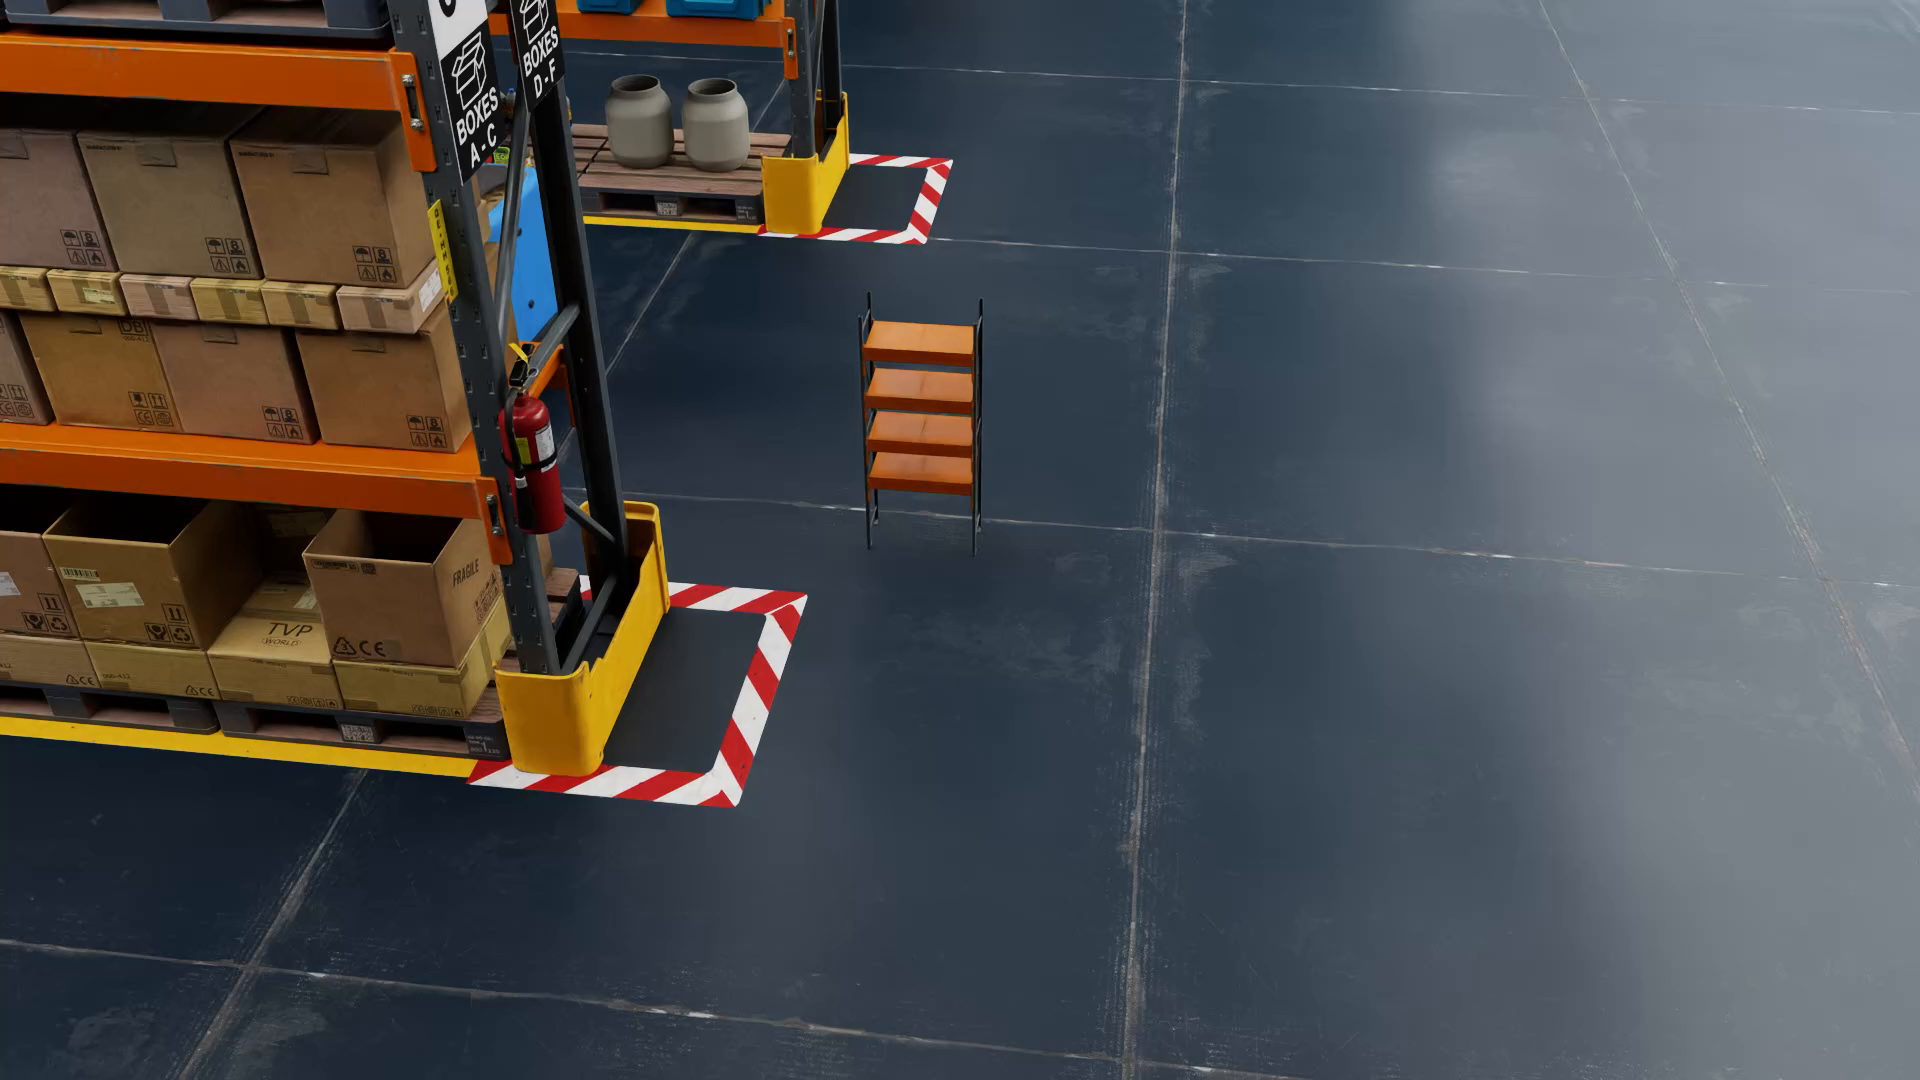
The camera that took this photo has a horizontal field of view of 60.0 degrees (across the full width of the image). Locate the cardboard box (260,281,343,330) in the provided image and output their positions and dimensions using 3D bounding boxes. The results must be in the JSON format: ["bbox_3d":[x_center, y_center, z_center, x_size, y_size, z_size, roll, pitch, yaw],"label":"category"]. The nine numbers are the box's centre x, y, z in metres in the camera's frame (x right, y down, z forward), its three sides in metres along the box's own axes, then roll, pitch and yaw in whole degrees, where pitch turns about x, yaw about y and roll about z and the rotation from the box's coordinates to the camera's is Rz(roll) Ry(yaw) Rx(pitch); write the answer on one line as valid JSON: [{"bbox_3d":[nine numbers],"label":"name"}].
[{"bbox_3d":[-2.205,-0.888,5.767,0.250,0.149,0.380,5,36,7],"label":"cardboard box"}]

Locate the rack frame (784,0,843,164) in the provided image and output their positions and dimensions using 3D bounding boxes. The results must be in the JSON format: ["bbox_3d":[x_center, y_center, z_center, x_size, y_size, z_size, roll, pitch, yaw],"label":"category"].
[{"bbox_3d":[-0.907,-3.500,10.072,0.127,3.000,1.000,4,36,6],"label":"rack frame"}]

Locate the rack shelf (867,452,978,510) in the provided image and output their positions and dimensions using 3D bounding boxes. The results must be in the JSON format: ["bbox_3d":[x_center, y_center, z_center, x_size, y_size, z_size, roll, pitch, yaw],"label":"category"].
[{"bbox_3d":[-0.164,-0.284,7.573,0.480,0.148,0.258,4,36,6],"label":"rack shelf"}]

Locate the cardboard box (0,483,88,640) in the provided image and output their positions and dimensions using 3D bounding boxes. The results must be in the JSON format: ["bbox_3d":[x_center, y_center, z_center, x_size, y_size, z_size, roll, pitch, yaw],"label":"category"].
[{"bbox_3d":[-3.601,0.026,6.492,0.500,0.500,0.500,4,36,6],"label":"cardboard box"}]

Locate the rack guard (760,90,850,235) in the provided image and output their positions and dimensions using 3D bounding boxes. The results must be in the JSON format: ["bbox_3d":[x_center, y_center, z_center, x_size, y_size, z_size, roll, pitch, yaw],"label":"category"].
[{"bbox_3d":[-0.988,-2.461,10.768,0.348,0.500,1.175,4,36,6],"label":"rack guard"}]

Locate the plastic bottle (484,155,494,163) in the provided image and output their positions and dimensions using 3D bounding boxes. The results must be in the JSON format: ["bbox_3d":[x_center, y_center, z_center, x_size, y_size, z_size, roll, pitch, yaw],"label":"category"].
[{"bbox_3d":[-3.031,-2.488,10.620,0.135,0.276,0.152,5,36,6],"label":"plastic bottle"}]

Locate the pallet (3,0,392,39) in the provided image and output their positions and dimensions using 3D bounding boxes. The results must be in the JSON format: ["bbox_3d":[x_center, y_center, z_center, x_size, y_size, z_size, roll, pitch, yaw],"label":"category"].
[{"bbox_3d":[-2.239,-1.898,5.322,1.213,0.211,1.003,4,36,6],"label":"pallet"}]

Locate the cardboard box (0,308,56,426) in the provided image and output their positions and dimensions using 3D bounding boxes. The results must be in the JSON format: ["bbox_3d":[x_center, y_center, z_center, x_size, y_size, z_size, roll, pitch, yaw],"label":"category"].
[{"bbox_3d":[-3.539,-0.842,6.261,0.500,0.500,0.700,5,36,7],"label":"cardboard box"}]

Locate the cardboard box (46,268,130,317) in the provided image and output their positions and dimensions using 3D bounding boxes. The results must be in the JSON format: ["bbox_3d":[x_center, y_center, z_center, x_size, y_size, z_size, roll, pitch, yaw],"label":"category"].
[{"bbox_3d":[-2.968,-0.946,5.848,0.250,0.149,0.380,5,36,7],"label":"cardboard box"}]

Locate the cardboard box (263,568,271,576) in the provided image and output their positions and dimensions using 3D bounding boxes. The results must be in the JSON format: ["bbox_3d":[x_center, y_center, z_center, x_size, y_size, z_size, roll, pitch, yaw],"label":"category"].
[{"bbox_3d":[-3.037,0.062,7.086,0.500,0.250,0.500,4,36,6],"label":"cardboard box"}]

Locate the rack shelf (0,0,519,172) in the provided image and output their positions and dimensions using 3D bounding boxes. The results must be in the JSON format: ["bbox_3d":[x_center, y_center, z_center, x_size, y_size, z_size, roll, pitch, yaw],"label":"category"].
[{"bbox_3d":[-3.525,-1.722,5.618,4.000,0.370,1.077,4,36,6],"label":"rack shelf"}]

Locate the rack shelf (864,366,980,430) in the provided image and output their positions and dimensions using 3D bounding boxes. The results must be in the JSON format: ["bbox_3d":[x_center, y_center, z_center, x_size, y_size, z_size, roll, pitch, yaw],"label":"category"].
[{"bbox_3d":[-0.164,-0.628,7.328,0.480,0.148,0.258,4,36,6],"label":"rack shelf"}]

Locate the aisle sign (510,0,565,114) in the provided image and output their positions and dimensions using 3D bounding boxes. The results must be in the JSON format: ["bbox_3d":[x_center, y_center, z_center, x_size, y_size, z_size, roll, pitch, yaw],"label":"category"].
[{"bbox_3d":[-1.437,-1.876,5.558,0.004,0.787,0.394,4,36,6],"label":"aisle sign"}]

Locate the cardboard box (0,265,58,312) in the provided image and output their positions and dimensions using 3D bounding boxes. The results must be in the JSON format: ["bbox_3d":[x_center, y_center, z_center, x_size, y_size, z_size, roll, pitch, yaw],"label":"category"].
[{"bbox_3d":[-3.229,-0.964,5.874,0.250,0.149,0.380,5,36,7],"label":"cardboard box"}]

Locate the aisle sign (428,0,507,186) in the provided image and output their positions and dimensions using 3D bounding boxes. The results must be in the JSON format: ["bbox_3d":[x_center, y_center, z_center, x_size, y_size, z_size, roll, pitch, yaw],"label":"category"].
[{"bbox_3d":[-1.514,-1.530,5.074,0.004,0.787,0.394,4,36,6],"label":"aisle sign"}]

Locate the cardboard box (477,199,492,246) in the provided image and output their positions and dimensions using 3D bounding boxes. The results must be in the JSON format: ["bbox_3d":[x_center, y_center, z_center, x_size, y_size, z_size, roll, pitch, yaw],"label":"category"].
[{"bbox_3d":[-1.903,-1.104,6.070,0.250,0.149,0.380,4,36,6],"label":"cardboard box"}]

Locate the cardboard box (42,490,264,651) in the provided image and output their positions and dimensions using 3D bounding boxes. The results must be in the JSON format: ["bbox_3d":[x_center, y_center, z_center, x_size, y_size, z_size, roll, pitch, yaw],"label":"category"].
[{"bbox_3d":[-3.105,0.063,6.439,0.500,0.500,0.500,4,36,6],"label":"cardboard box"}]

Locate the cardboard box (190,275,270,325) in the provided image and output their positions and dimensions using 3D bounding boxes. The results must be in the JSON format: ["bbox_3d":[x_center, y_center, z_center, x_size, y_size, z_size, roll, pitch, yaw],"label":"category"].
[{"bbox_3d":[-2.458,-0.907,5.794,0.250,0.149,0.380,4,36,5],"label":"cardboard box"}]

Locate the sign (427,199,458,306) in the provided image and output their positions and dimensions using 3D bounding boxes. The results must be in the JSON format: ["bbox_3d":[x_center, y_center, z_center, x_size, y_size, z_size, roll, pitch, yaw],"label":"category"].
[{"bbox_3d":[-1.624,-0.902,5.231,0.005,0.325,0.100,4,36,6],"label":"sign"}]

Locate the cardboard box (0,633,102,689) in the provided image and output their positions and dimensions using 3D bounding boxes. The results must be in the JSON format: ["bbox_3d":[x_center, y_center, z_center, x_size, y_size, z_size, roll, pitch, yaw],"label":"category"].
[{"bbox_3d":[-3.600,0.329,6.713,0.500,0.250,0.500,4,36,6],"label":"cardboard box"}]

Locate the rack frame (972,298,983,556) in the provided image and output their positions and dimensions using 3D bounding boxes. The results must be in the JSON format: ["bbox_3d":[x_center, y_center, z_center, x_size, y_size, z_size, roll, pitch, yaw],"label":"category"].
[{"bbox_3d":[0.078,-0.483,7.393,0.015,1.200,0.240,4,36,6],"label":"rack frame"}]

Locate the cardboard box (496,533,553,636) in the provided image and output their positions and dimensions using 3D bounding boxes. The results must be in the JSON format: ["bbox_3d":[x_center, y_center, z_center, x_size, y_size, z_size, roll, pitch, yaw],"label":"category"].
[{"bbox_3d":[-2.045,0.134,6.985,0.500,0.250,0.500,4,36,6],"label":"cardboard box"}]

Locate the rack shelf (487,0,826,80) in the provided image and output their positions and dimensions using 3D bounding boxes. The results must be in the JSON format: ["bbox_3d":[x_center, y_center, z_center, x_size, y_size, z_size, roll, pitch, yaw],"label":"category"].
[{"bbox_3d":[-2.891,-3.355,10.488,4.000,0.370,1.077,4,36,6],"label":"rack shelf"}]

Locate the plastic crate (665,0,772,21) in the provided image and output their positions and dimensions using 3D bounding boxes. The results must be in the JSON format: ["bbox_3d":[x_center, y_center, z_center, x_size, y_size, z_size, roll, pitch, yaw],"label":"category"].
[{"bbox_3d":[-1.441,-3.304,9.925,0.616,0.251,0.499,4,36,6],"label":"plastic crate"}]

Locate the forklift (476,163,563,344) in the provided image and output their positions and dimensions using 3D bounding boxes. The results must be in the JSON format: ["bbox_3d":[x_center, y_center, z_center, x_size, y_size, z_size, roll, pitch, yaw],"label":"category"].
[{"bbox_3d":[-3.705,-2.152,8.243,3.031,2.935,1.130,7,36,10],"label":"forklift"}]

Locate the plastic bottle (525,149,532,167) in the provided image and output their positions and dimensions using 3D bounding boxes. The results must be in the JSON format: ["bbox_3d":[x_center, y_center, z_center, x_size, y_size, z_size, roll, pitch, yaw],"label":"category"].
[{"bbox_3d":[-2.784,-2.423,10.593,0.097,0.201,0.097,0,36,0],"label":"plastic bottle"}]

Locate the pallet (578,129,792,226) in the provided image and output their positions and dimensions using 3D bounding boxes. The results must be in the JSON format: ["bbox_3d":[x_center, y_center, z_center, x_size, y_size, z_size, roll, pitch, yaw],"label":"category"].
[{"bbox_3d":[-1.793,-2.406,10.940,1.213,0.211,1.003,4,36,6],"label":"pallet"}]

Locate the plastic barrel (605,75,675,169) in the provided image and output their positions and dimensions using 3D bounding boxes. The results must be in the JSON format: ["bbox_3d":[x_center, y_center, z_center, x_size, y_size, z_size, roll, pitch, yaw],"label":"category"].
[{"bbox_3d":[-2.067,-2.700,10.731,0.421,0.512,0.421,0,36,0],"label":"plastic barrel"}]

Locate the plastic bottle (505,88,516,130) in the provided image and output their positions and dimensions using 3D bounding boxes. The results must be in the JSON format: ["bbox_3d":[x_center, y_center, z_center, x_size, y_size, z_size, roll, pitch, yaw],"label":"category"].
[{"bbox_3d":[-3.005,-2.907,11.211,0.097,0.271,0.097,0,36,0],"label":"plastic bottle"}]

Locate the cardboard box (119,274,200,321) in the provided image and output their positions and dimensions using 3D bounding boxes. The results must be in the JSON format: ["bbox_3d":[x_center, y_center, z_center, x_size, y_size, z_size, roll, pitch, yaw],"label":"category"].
[{"bbox_3d":[-2.707,-0.927,5.822,0.250,0.149,0.380,5,36,7],"label":"cardboard box"}]

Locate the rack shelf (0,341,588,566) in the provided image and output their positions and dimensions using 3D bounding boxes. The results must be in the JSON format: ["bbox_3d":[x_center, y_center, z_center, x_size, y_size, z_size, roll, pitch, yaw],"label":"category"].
[{"bbox_3d":[-3.525,-0.501,6.489,4.000,0.370,1.077,4,36,6],"label":"rack shelf"}]

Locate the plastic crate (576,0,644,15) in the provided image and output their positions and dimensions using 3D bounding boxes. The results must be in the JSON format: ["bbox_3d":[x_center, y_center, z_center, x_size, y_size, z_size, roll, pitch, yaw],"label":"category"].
[{"bbox_3d":[-2.085,-3.355,9.997,0.408,0.251,0.499,4,36,6],"label":"plastic crate"}]

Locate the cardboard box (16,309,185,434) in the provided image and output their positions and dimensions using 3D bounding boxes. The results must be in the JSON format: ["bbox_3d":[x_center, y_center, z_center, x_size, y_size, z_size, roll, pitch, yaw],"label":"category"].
[{"bbox_3d":[-3.016,-0.805,6.209,0.500,0.500,0.700,4,36,6],"label":"cardboard box"}]

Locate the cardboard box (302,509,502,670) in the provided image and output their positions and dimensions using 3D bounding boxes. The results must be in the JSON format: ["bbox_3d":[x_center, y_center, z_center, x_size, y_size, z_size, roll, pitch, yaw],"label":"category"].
[{"bbox_3d":[-2.111,0.129,6.347,0.500,0.500,0.500,4,36,6],"label":"cardboard box"}]

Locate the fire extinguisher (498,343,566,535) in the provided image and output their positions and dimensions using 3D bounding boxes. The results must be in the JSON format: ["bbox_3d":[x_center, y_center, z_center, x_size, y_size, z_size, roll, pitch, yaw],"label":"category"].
[{"bbox_3d":[-1.483,-0.338,5.708,0.183,0.674,0.296,4,36,6],"label":"fire extinguisher"}]

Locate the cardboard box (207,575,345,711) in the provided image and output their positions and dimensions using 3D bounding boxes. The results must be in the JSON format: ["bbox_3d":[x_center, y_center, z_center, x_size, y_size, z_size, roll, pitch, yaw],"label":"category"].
[{"bbox_3d":[-2.608,0.403,6.609,0.500,0.250,0.500,4,36,6],"label":"cardboard box"}]

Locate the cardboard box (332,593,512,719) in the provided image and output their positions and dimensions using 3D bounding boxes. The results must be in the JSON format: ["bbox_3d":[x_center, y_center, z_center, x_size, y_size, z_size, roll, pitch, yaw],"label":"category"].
[{"bbox_3d":[-2.111,0.433,6.567,0.500,0.250,0.500,4,36,6],"label":"cardboard box"}]

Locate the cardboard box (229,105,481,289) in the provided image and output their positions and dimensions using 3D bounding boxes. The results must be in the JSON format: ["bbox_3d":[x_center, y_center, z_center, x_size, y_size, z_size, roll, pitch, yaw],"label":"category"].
[{"bbox_3d":[-2.055,-1.261,5.731,0.500,0.500,0.700,4,36,6],"label":"cardboard box"}]

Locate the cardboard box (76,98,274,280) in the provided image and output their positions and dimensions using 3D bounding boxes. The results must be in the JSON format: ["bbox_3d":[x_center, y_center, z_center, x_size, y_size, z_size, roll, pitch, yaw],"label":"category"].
[{"bbox_3d":[-2.578,-1.296,5.781,0.500,0.500,0.700,3,36,5],"label":"cardboard box"}]

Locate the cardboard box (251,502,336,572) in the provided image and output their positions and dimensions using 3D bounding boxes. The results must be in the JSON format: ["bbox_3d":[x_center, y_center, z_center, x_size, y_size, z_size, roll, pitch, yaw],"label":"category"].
[{"bbox_3d":[-2.541,-0.207,6.817,0.500,0.500,0.500,4,36,6],"label":"cardboard box"}]

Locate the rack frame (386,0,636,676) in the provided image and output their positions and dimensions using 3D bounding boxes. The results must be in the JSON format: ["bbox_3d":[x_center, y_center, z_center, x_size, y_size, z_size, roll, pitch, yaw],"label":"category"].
[{"bbox_3d":[-1.541,-0.646,6.073,0.127,3.000,1.000,4,36,6],"label":"rack frame"}]

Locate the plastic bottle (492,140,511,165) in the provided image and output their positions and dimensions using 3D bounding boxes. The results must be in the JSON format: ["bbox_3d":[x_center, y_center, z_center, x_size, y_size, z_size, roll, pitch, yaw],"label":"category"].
[{"bbox_3d":[-2.903,-2.455,10.567,0.133,0.283,0.061,5,36,7],"label":"plastic bottle"}]

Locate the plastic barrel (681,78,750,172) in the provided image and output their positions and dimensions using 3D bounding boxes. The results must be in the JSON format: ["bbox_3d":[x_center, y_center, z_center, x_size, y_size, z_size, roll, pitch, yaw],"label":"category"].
[{"bbox_3d":[-1.569,-2.663,10.679,0.421,0.512,0.421,0,36,0],"label":"plastic barrel"}]

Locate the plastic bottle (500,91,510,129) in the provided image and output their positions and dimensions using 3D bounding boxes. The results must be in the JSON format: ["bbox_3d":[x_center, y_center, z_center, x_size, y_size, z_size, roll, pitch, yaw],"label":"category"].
[{"bbox_3d":[-3.105,-2.915,11.222,0.097,0.271,0.097,0,36,0],"label":"plastic bottle"}]

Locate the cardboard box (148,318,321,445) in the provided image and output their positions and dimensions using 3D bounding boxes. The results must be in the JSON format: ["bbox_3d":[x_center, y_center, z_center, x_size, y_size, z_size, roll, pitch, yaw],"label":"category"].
[{"bbox_3d":[-2.524,-0.765,6.153,0.500,0.500,0.700,5,36,7],"label":"cardboard box"}]

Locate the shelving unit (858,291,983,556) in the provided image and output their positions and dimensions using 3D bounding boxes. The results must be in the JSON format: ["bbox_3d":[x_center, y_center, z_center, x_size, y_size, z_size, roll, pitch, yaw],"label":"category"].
[{"bbox_3d":[-0.164,-0.501,7.419,0.503,1.200,0.258,4,36,6],"label":"shelving unit"}]

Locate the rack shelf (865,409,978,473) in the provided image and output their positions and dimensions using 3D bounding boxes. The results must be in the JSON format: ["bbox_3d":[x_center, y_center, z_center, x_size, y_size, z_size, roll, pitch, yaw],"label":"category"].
[{"bbox_3d":[-0.164,-0.446,7.458,0.480,0.148,0.258,4,36,6],"label":"rack shelf"}]

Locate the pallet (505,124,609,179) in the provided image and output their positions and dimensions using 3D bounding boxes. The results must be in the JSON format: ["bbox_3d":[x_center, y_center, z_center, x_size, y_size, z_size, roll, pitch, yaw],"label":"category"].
[{"bbox_3d":[-3.000,-2.498,11.069,1.213,0.211,1.003,4,36,6],"label":"pallet"}]

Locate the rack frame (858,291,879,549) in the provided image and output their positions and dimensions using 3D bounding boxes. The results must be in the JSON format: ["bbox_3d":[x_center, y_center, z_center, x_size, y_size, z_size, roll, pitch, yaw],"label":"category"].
[{"bbox_3d":[-0.406,-0.519,7.444,0.015,1.200,0.240,4,36,6],"label":"rack frame"}]

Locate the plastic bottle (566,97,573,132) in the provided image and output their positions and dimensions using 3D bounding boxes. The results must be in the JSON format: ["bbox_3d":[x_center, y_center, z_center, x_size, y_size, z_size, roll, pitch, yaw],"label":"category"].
[{"bbox_3d":[-2.665,-2.882,11.176,0.097,0.271,0.097,0,36,0],"label":"plastic bottle"}]

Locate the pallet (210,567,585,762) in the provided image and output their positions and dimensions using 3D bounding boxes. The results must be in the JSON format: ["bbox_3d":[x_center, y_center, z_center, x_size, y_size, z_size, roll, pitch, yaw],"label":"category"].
[{"bbox_3d":[-2.305,0.457,6.929,1.213,0.211,1.003,4,36,6],"label":"pallet"}]

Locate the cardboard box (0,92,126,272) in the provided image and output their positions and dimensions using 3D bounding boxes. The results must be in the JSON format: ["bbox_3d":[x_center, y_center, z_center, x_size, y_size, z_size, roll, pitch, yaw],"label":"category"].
[{"bbox_3d":[-3.078,-1.333,5.833,0.500,0.500,0.700,4,36,6],"label":"cardboard box"}]

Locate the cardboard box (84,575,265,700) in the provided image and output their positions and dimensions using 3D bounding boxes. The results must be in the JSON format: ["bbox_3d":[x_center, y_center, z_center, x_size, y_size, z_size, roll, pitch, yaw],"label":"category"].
[{"bbox_3d":[-3.105,0.367,6.659,0.500,0.250,0.500,4,36,6],"label":"cardboard box"}]

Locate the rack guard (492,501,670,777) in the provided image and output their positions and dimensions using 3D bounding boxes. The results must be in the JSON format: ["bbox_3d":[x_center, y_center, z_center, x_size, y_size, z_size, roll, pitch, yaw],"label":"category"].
[{"bbox_3d":[-1.518,0.373,6.797,0.348,0.500,1.175,4,36,6],"label":"rack guard"}]

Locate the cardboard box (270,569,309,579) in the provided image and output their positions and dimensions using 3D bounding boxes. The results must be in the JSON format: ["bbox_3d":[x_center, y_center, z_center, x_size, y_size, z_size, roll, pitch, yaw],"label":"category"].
[{"bbox_3d":[-2.541,0.100,7.034,0.500,0.250,0.500,4,36,6],"label":"cardboard box"}]

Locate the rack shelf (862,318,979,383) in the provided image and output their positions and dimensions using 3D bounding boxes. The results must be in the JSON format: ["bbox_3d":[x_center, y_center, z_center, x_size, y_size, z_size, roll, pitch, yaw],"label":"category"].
[{"bbox_3d":[-0.164,-0.820,7.190,0.480,0.148,0.258,4,36,6],"label":"rack shelf"}]

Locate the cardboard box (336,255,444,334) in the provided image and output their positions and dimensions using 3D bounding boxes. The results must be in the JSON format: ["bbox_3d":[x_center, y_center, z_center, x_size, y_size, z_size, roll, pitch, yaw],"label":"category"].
[{"bbox_3d":[-1.945,-0.869,5.741,0.250,0.149,0.380,4,36,5],"label":"cardboard box"}]

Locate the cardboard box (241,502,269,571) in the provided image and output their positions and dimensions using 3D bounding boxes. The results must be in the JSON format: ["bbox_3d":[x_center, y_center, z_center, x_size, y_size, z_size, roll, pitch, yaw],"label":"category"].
[{"bbox_3d":[-3.039,-0.236,6.859,0.500,0.500,0.500,4,36,6],"label":"cardboard box"}]

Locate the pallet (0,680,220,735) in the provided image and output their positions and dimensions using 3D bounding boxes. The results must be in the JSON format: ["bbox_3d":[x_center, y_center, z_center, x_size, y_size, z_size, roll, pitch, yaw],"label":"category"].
[{"bbox_3d":[-3.512,0.365,7.057,1.213,0.211,1.003,4,36,6],"label":"pallet"}]

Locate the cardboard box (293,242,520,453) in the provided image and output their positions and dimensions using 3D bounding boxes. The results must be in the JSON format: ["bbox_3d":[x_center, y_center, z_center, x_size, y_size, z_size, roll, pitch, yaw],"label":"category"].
[{"bbox_3d":[-2.003,-0.729,6.103,0.500,0.500,0.700,4,36,6],"label":"cardboard box"}]
